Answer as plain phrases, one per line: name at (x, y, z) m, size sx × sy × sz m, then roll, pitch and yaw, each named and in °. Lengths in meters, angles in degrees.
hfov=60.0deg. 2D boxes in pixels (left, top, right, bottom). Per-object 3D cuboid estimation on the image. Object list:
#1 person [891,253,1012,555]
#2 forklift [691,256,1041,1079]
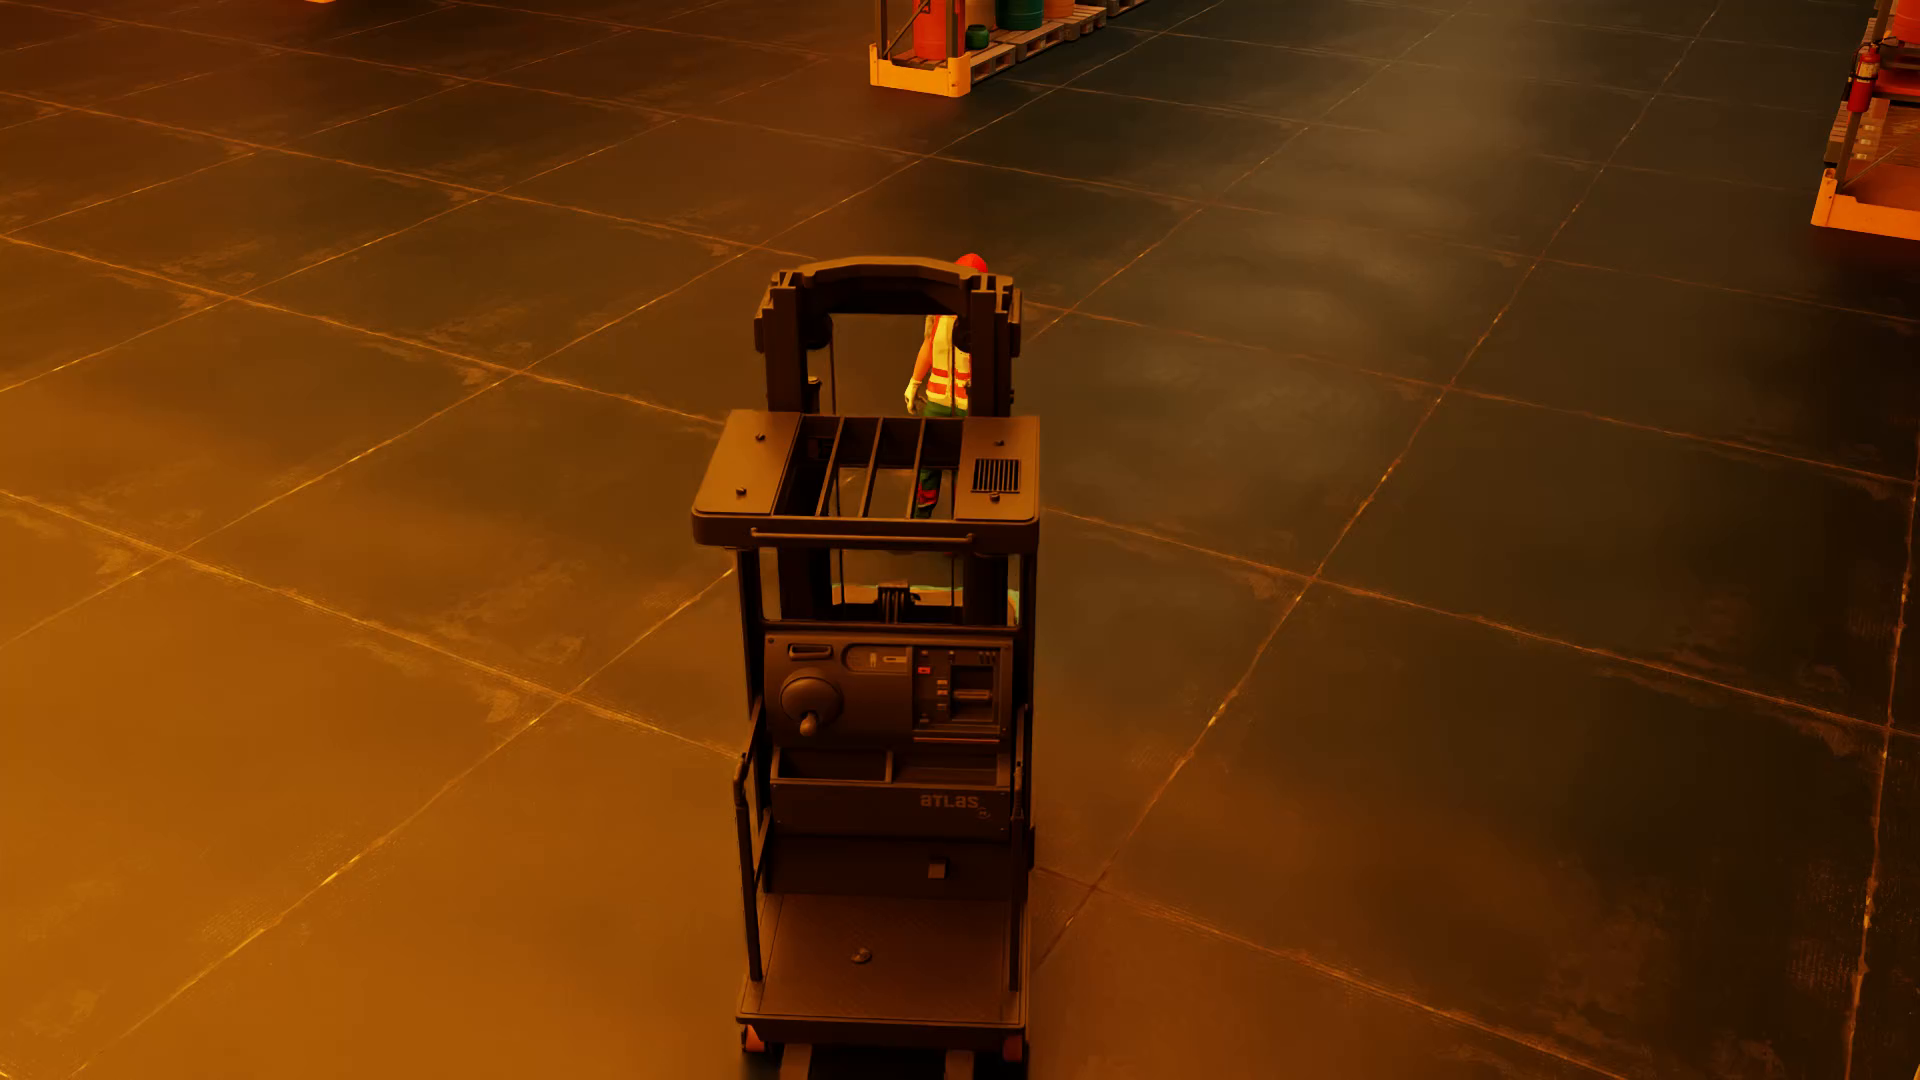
person at (-0.050, -0.747, 9.497) m, size 0.637 × 1.785 × 0.562 m, roll 15°, pitch 33°, yaw 25°
forklift at (-0.276, 0.596, 6.037) m, size 1.130 × 2.935 × 3.031 m, roll 1°, pitch 30°, yaw 3°
